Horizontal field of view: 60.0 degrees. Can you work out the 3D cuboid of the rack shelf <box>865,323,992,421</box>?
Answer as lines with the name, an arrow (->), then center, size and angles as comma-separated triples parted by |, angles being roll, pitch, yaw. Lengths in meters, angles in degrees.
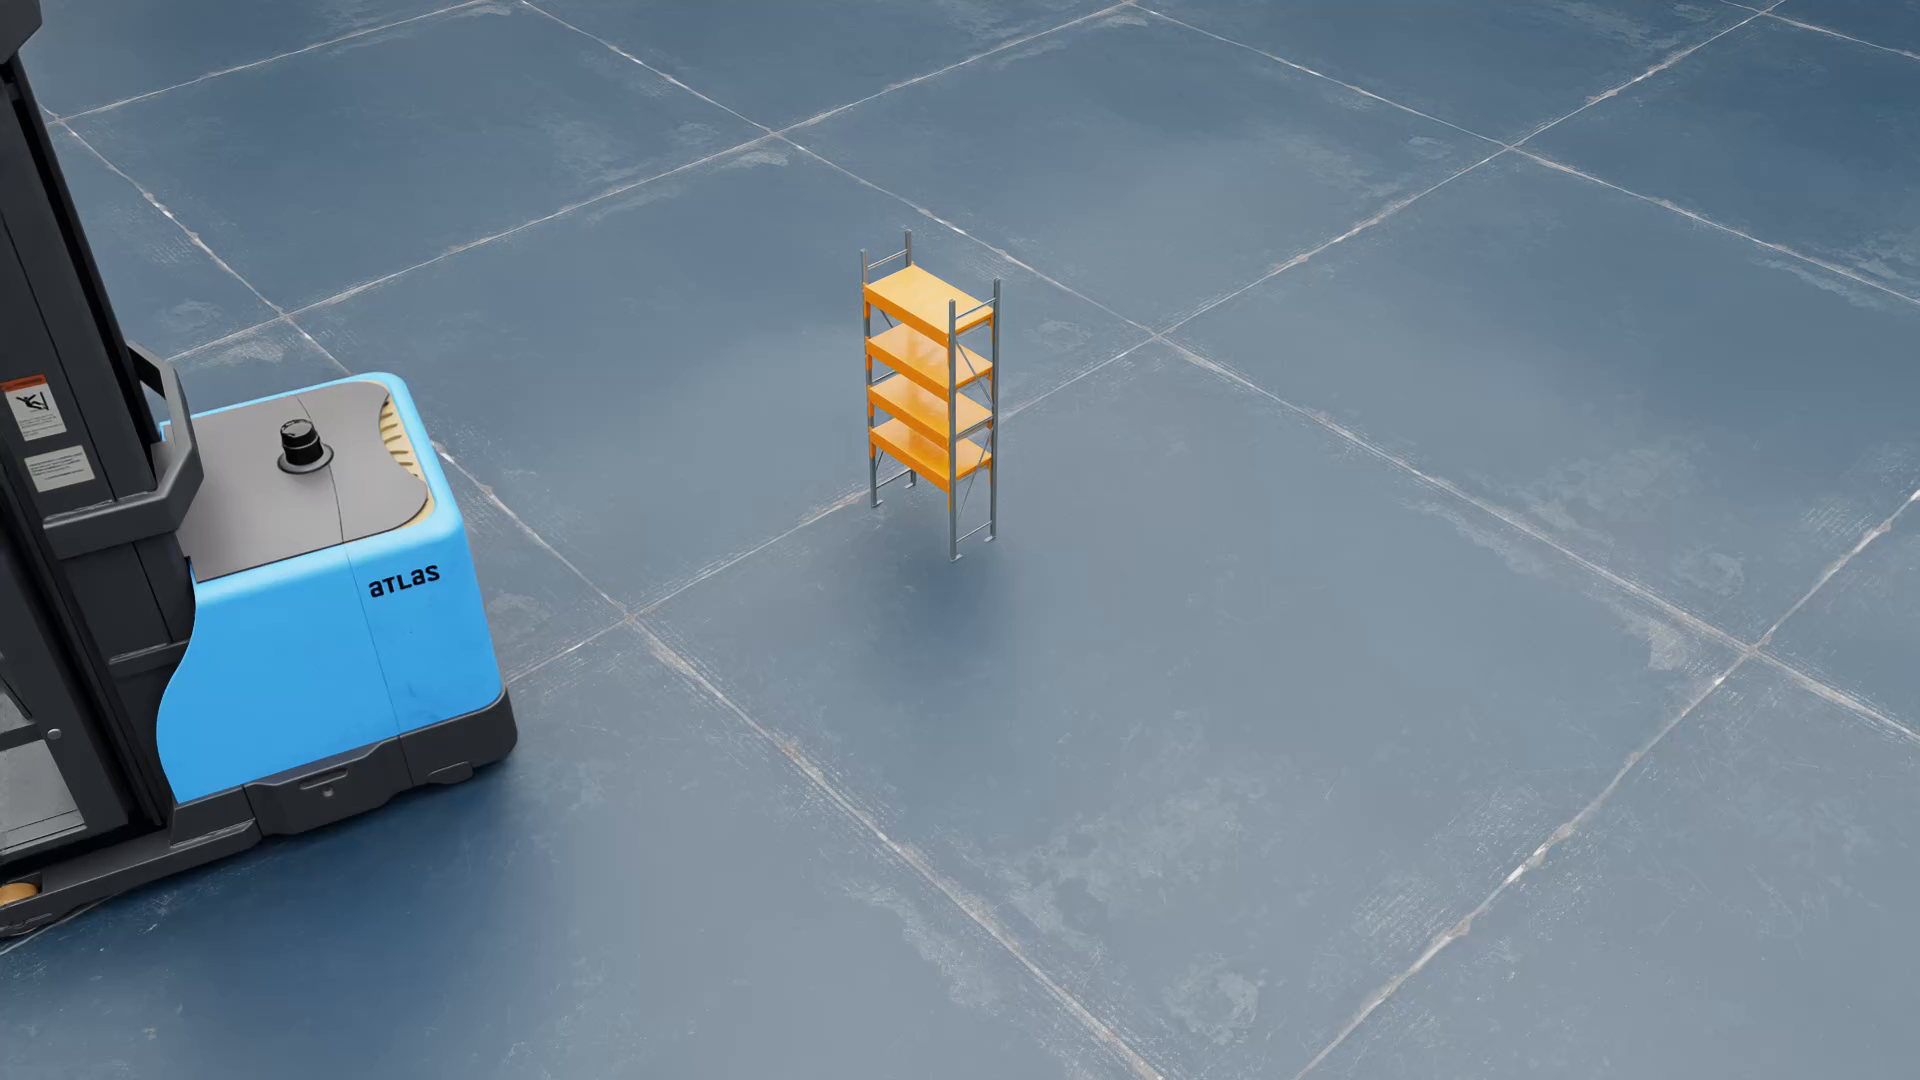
rack shelf -> -0.112, -0.665, 6.370 | 0.258, 0.148, 0.480 | -30, 48, -32

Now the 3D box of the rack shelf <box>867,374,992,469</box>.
rack shelf -> -0.112, -0.491, 6.510 | 0.258, 0.148, 0.480 | -30, 48, -32

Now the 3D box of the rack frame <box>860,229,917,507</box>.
rack frame -> -0.277, -0.656, 6.608 | 0.240, 1.200, 0.015 | -30, 48, -32

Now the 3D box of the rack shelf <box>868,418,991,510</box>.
rack shelf -> -0.112, -0.337, 6.635 | 0.258, 0.148, 0.480 | -30, 48, -32

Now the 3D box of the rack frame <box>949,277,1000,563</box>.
rack frame -> 0.053, -0.430, 6.328 | 0.240, 1.200, 0.015 | -30, 48, -32

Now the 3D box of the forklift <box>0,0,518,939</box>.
forklift -> -3.090, -0.229, 4.701 | 3.031, 2.935, 1.130 | -17, 42, -20

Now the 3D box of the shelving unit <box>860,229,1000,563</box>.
shelving unit -> -0.112, -0.543, 6.468 | 0.258, 1.200, 0.503 | -30, 48, -32

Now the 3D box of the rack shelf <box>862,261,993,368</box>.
rack shelf -> -0.112, -0.849, 6.221 | 0.258, 0.148, 0.480 | -30, 48, -32
